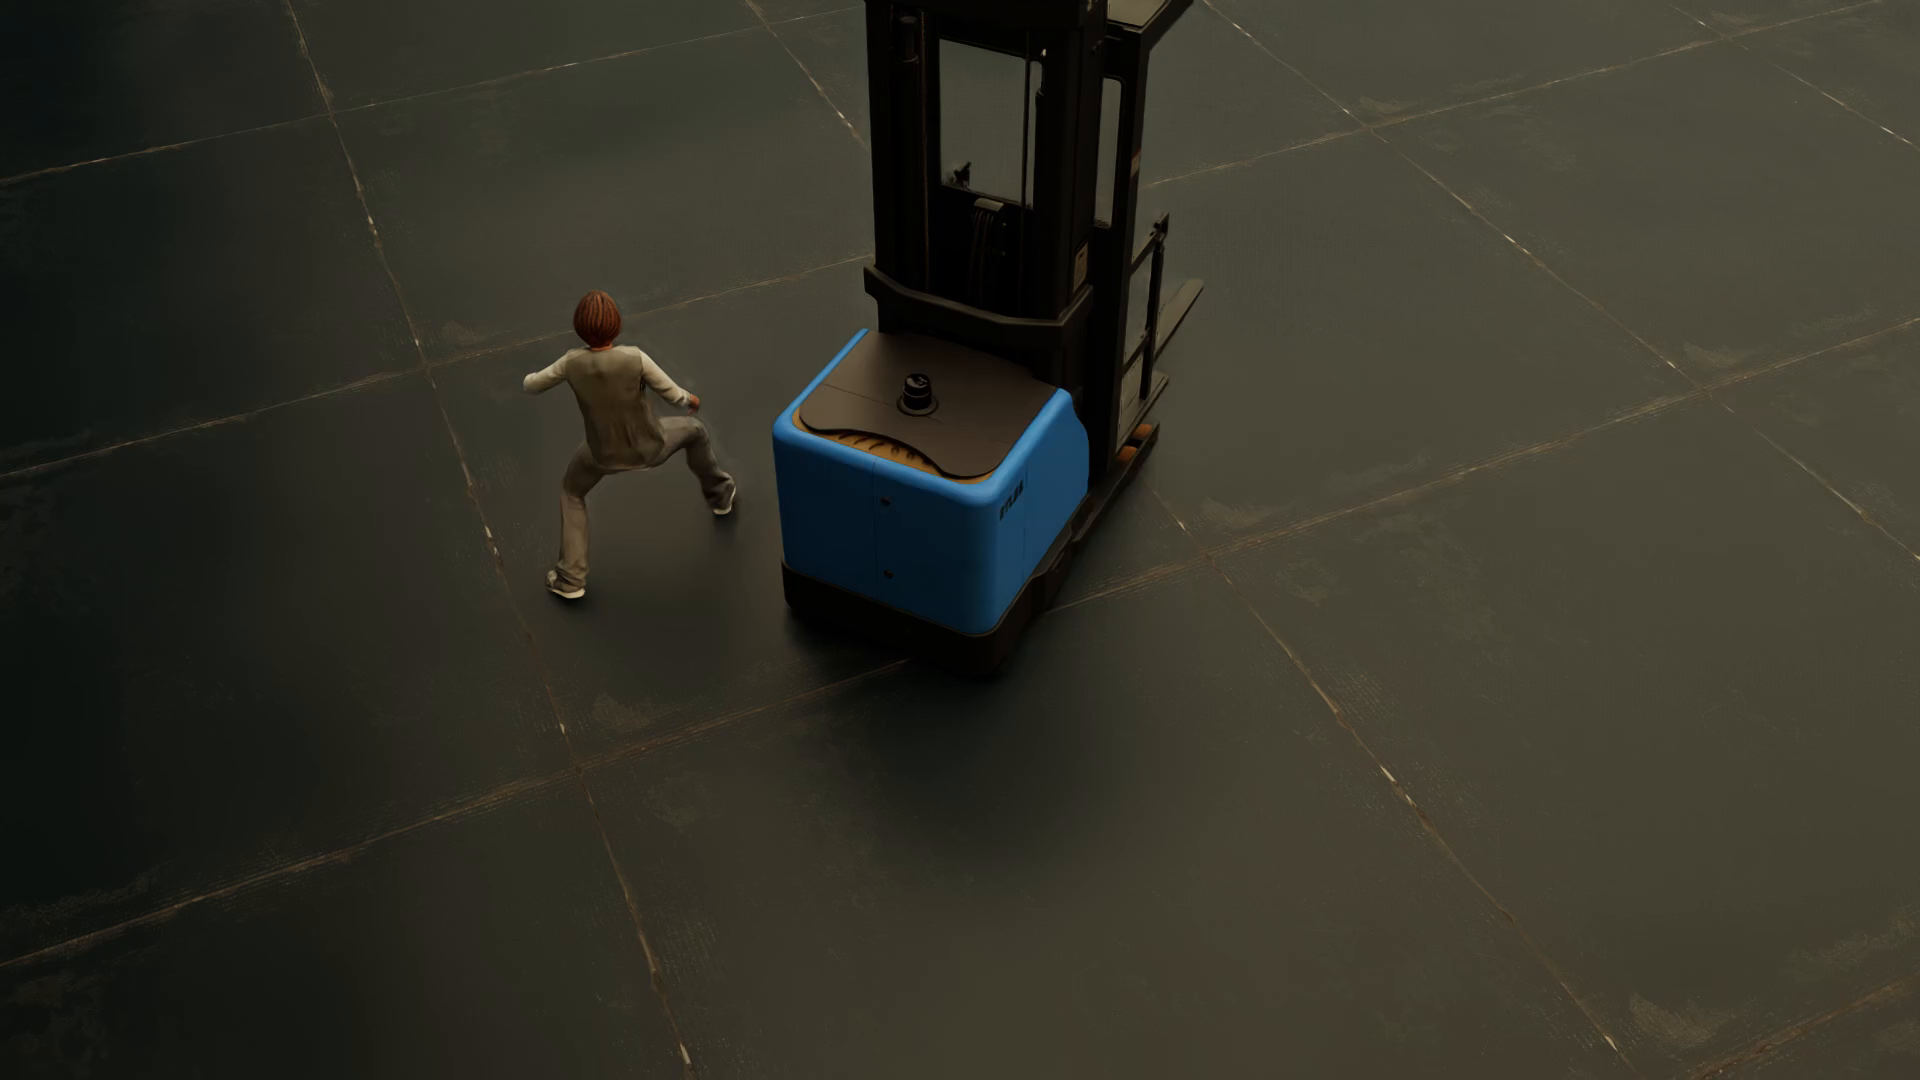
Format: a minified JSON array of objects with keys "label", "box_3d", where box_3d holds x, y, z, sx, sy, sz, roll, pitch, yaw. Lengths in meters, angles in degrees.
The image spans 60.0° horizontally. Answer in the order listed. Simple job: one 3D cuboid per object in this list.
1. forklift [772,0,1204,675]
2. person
[{"label":"forklift","box_3d":[0.335,-1.498,7.285,1.130,2.935,3.031,19,46,19]},{"label":"person","box_3d":[-1.506,-0.505,7.346,0.872,1.459,0.820,-1,43,-1]}]
